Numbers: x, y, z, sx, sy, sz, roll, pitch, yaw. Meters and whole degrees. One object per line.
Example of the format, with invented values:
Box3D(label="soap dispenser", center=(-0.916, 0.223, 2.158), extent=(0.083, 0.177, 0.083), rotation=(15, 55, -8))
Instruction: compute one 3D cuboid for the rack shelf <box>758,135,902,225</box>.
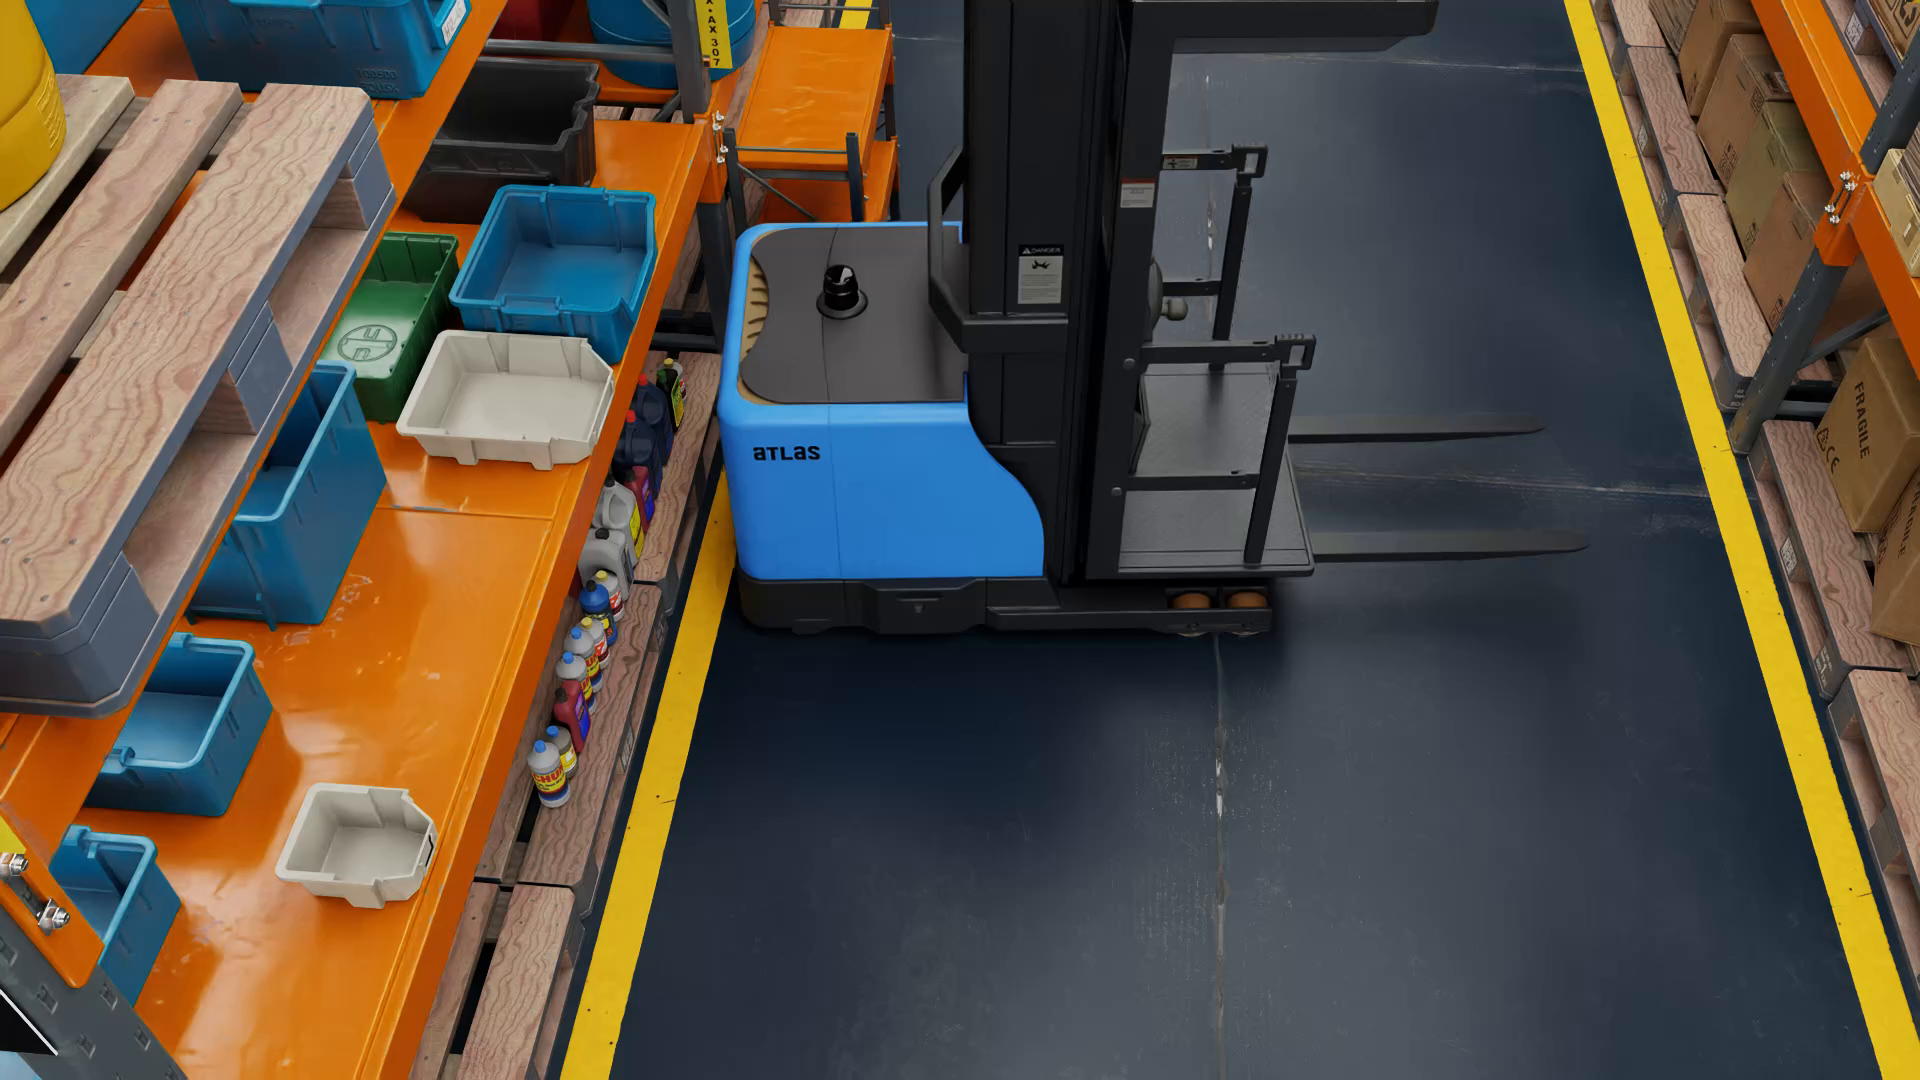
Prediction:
Box3D(label="rack shelf", center=(-0.568, -1.316, 7.014), extent=(0.538, 0.278, 1.000), rotation=(3, 47, 4))

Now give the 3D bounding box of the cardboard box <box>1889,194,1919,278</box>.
Box3D(label="cardboard box", center=(3.196, -0.954, 5.260), extent=(0.380, 0.149, 0.250), rotation=(4, 48, 4))

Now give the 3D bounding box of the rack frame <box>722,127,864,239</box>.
Box3D(label="rack frame", center=(-0.614, -1.109, 6.491), extent=(0.500, 1.125, 0.032), rotation=(3, 47, 4))

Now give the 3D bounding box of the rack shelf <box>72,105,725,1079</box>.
Box3D(label="rack shelf", center=(-1.564, 0.020, 4.686), extent=(1.077, 0.370, 4.000), rotation=(4, 48, 4))

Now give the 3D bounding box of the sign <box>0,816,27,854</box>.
Box3D(label="sign", center=(-1.199, 0.272, 1.930), extent=(0.100, 0.325, 0.005), rotation=(4, 48, 4))

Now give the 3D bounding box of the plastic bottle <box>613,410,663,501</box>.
Box3D(label="plastic bottle", center=(-1.171, -0.313, 6.001), extent=(0.144, 0.351, 0.185), rotation=(2, 48, 2))

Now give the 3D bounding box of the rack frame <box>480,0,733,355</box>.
Box3D(label="rack frame", center=(-1.382, -1.692, 5.765), extent=(1.000, 3.000, 0.127), rotation=(4, 48, 4))

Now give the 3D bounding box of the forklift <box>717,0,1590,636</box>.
Box3D(label="forklift", center=(0.727, -1.040, 5.215), extent=(3.031, 2.935, 1.130), rotation=(-1, 48, -1))

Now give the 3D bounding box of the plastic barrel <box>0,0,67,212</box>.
Box3D(label="plastic barrel", center=(-1.769, -0.817, 2.520), extent=(0.600, 0.588, 0.600), rotation=(0, 48, 0))

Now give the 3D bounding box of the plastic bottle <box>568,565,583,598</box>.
Box3D(label="plastic bottle", center=(-1.325, 0.059, 5.706), extent=(0.061, 0.283, 0.133), rotation=(4, 48, 4))

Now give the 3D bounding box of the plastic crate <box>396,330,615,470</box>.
Box3D(label="plastic crate", center=(-1.277, -0.393, 4.756), extent=(0.530, 0.136, 0.437), rotation=(4, 48, 4))

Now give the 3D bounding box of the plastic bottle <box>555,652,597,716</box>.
Box3D(label="plastic bottle", center=(-1.239, 0.456, 5.351), extent=(0.097, 0.271, 0.097), rotation=(0, 48, 0))

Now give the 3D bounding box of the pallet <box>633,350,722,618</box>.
Box3D(label="pallet", center=(-1.484, -0.261, 6.345), extent=(1.003, 0.211, 1.213), rotation=(4, 48, 4))

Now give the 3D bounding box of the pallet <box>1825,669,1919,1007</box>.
Box3D(label="pallet", center=(3.416, 0.977, 5.214), extent=(1.003, 0.211, 1.213), rotation=(4, 48, 4))

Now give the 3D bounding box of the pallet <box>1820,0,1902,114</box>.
Box3D(label="pallet", center=(3.765, -1.846, 6.036), extent=(1.003, 0.211, 1.213), rotation=(4, 48, 4))

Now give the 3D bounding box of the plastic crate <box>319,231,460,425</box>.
Box3D(label="plastic crate", center=(-1.786, -0.642, 4.948), extent=(0.450, 0.188, 0.662), rotation=(4, 48, 4))

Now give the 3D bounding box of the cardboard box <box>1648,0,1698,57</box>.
Box3D(label="cardboard box", center=(3.836, -2.701, 8.084), extent=(0.700, 0.500, 0.500), rotation=(0, 48, 0))

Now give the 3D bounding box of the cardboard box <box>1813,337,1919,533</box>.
Box3D(label="cardboard box", center=(3.475, -0.366, 5.962), extent=(0.500, 0.500, 0.500), rotation=(3, 48, 2))

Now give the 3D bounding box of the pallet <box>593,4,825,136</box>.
Box3D(label="pallet", center=(-1.240, -2.230, 8.147), extent=(1.003, 0.211, 1.213), rotation=(4, 48, 4))

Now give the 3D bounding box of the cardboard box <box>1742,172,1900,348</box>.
Box3D(label="cardboard box", center=(3.628, -1.114, 6.632), extent=(0.700, 0.500, 0.500), rotation=(1, 48, 1))

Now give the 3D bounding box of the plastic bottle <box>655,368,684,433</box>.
Box3D(label="plastic bottle", center=(-1.097, -0.549, 6.262), extent=(0.061, 0.283, 0.133), rotation=(6, 48, 5))

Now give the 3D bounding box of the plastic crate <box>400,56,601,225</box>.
Box3D(label="plastic crate", center=(-1.556, -1.295, 5.444), extent=(0.767, 0.338, 0.504), rotation=(4, 48, 4))

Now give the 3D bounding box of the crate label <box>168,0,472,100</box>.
Box3D(label="crate label", center=(-1.246, -1.069, 3.263), extent=(0.502, 0.251, 0.408), rotation=(4, 48, 4))

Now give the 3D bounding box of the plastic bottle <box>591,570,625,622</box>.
Box3D(label="plastic bottle", center=(-1.202, 0.182, 5.649), extent=(0.097, 0.201, 0.097), rotation=(0, 48, 0))

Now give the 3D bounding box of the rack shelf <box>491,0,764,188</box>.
Box3D(label="rack shelf", center=(-1.199, -2.919, 7.375), extent=(1.077, 0.370, 4.000), rotation=(4, 48, 4))

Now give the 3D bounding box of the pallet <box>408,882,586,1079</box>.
Box3D(label="pallet", center=(-1.707, 1.532, 4.705), extent=(1.003, 0.211, 1.213), rotation=(4, 48, 4))

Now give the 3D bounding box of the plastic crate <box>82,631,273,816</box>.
Box3D(label="plastic crate", center=(-1.934, 0.432, 3.923), extent=(0.499, 0.251, 0.408), rotation=(4, 48, 4))

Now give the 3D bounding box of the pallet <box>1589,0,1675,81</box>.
Box3D(label="pallet", center=(3.843, -2.783, 8.653), extent=(1.003, 0.211, 1.213), rotation=(4, 48, 4))

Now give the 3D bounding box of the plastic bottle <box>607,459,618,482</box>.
Box3D(label="plastic bottle", center=(-1.320, -0.280, 6.021), extent=(0.152, 0.276, 0.135), rotation=(4, 48, 4))

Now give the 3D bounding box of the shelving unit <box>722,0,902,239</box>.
Box3D(label="shelving unit", center=(-0.572, -1.482, 6.834), extent=(0.538, 1.125, 1.048), rotation=(3, 47, 4))

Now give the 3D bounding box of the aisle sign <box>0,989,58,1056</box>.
Box3D(label="aisle sign", center=(-1.461, 0.442, 2.051), extent=(0.394, 0.787, 0.004), rotation=(4, 48, 4))

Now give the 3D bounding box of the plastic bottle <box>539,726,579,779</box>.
Box3D(label="plastic bottle", center=(-1.261, 0.655, 5.216), extent=(0.097, 0.201, 0.097), rotation=(0, 48, 0))

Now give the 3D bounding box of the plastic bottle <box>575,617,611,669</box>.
Box3D(label="plastic bottle", center=(-1.221, 0.333, 5.511), extent=(0.097, 0.201, 0.097), rotation=(0, 48, 0))

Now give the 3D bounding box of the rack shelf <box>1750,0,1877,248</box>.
Box3D(label="rack shelf", center=(3.733, -2.586, 7.070), extent=(1.077, 0.370, 4.000), rotation=(4, 48, 4))

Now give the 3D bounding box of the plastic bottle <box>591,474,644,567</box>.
Box3D(label="plastic bottle", center=(-1.200, -0.076, 5.784), extent=(0.144, 0.351, 0.185), rotation=(4, 48, 3))

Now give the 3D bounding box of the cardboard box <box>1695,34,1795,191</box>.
Box3D(label="cardboard box", center=(3.741, -1.874, 7.327), extent=(0.700, 0.500, 0.500), rotation=(0, 48, 0))

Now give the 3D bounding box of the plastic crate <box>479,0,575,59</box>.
Box3D(label="plastic crate", center=(-1.642, -2.090, 6.086), extent=(0.402, 0.464, 0.583), rotation=(4, 48, 4))
